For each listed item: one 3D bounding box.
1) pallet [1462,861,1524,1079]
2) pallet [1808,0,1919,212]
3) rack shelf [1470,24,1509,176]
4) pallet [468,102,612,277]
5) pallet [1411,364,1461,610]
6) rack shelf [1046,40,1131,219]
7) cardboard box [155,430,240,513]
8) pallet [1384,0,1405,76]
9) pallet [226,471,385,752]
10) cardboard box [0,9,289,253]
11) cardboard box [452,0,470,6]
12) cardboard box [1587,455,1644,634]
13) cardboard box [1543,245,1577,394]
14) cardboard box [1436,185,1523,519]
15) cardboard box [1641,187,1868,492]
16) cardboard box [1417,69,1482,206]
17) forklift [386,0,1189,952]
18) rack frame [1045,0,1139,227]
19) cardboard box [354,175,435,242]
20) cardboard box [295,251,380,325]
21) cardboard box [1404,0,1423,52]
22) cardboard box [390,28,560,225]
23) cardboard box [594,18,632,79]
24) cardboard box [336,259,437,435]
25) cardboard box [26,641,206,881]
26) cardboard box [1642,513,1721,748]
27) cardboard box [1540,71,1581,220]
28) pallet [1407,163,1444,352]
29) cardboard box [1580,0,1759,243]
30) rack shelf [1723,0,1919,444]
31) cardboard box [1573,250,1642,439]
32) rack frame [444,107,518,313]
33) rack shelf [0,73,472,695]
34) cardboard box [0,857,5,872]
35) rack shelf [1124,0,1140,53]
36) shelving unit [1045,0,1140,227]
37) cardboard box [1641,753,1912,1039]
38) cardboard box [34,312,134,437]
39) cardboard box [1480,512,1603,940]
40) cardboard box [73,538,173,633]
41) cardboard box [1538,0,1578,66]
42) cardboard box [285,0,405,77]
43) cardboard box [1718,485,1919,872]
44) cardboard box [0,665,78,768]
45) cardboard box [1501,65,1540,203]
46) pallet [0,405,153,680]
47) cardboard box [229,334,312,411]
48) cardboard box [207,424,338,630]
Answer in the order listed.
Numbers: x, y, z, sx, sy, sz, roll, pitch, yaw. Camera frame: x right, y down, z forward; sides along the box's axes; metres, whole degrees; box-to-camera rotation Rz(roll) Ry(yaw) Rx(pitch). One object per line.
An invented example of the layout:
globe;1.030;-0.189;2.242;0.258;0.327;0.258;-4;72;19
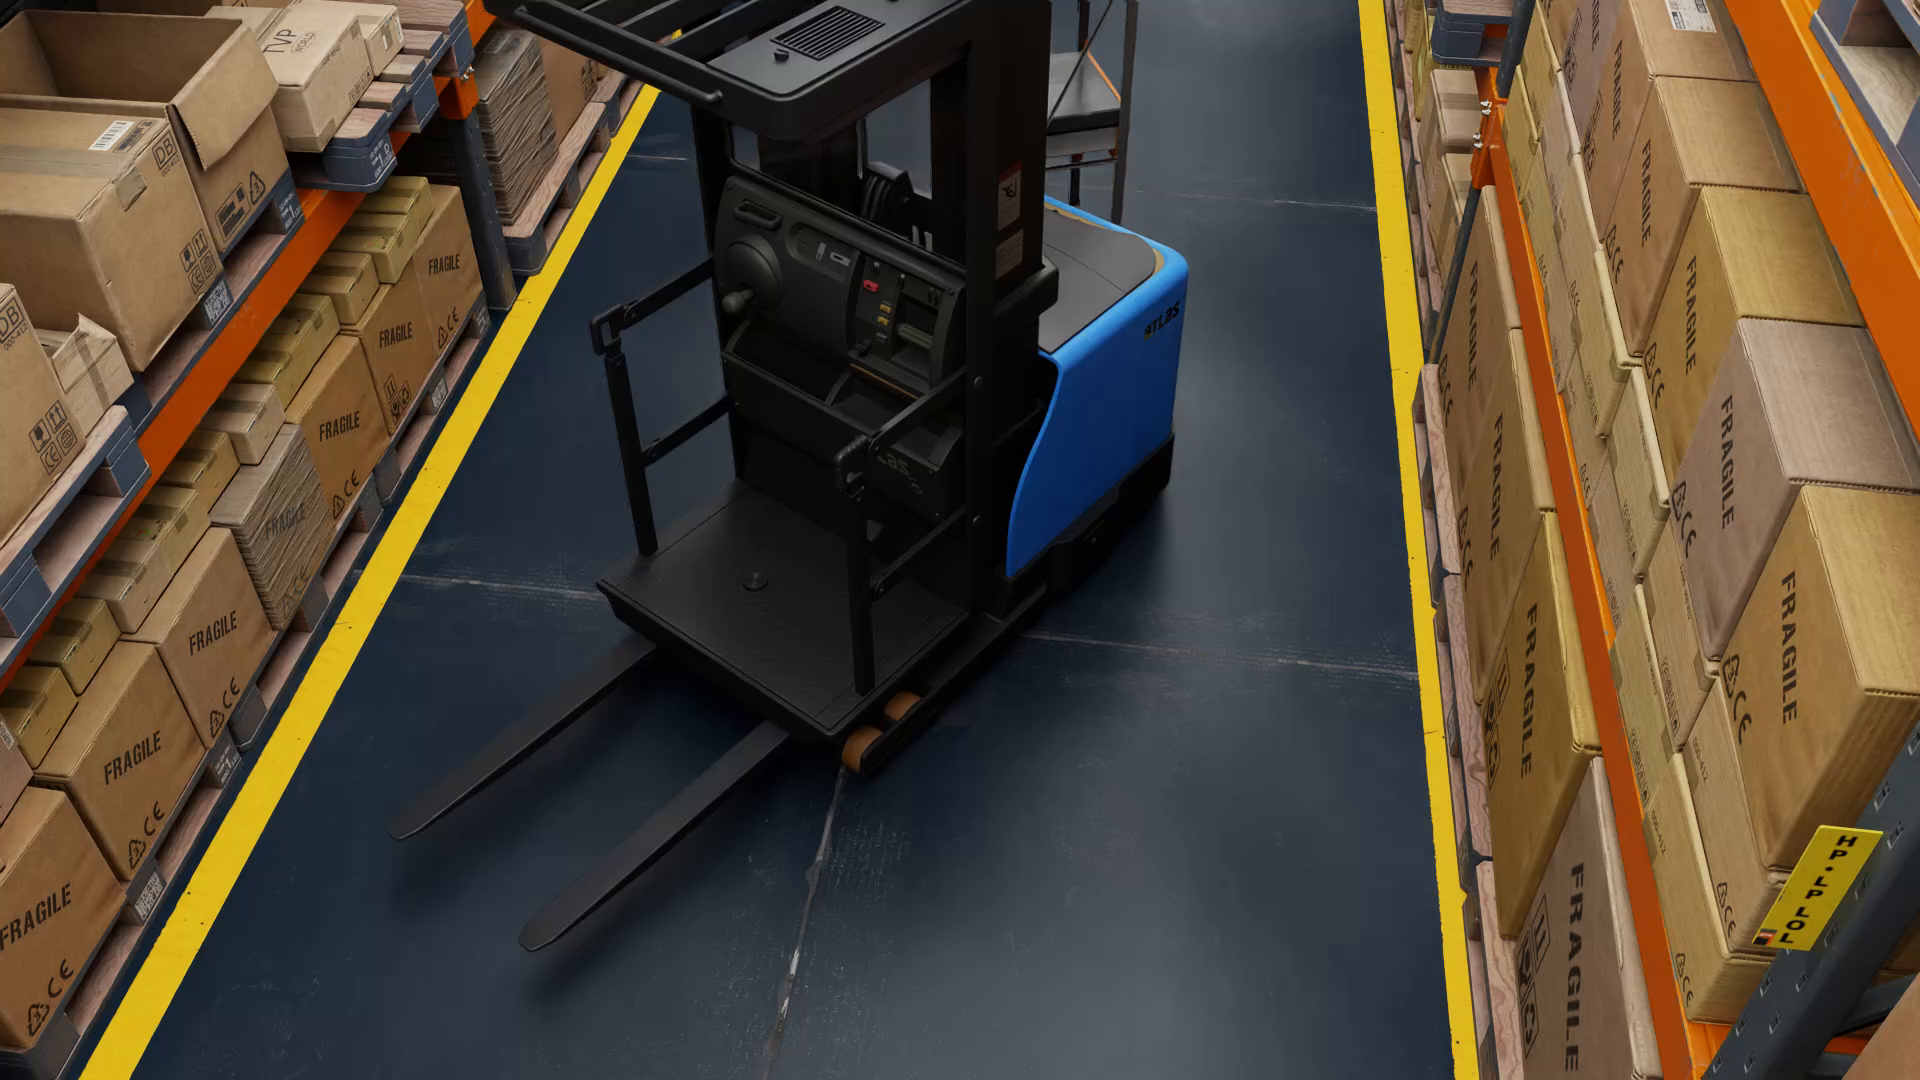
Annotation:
pallet;1.950;1.481;4.533;1.003;0.211;1.213;5;44;6
pallet;1.995;-0.648;2.710;0.805;0.209;1.217;4;44;4
rack shelf;2.716;-2.827;7.577;1.077;0.370;4.000;5;44;6
pallet;-2.322;-1.719;7.912;1.003;0.211;1.213;5;44;6
pallet;2.273;-0.182;6.289;1.003;0.211;1.213;5;44;6
rack shelf;0.362;-1.540;6.369;0.431;0.518;0.480;-11;45;-11
cardboard box;-2.569;-0.231;5.353;0.380;0.149;0.250;5;44;6
pallet;2.879;-2.908;9.168;1.003;0.211;1.213;5;44;6
pallet;-2.769;0.173;5.914;1.003;0.211;1.213;5;44;6
cardboard box;-2.502;-1.235;4.992;0.797;0.503;0.637;4;44;5
cardboard box;-2.168;-2.400;6.712;0.500;0.250;0.500;5;44;6
cardboard box;1.886;0.038;4.138;0.500;0.250;0.500;4;44;4
cardboard box;2.012;-0.652;4.865;0.500;0.250;0.500;7;44;7
cardboard box;2.278;-0.643;5.987;0.875;0.875;0.875;5;44;5
cardboard box;1.880;-0.423;3.715;0.500;0.500;0.500;6;44;7
cardboard box;2.626;-1.811;7.587;0.950;0.372;0.625;4;44;5
forklift;-0.514;-0.689;4.846;1.130;2.935;3.031;29;51;27
rack frame;0.427;-1.388;6.189;0.400;2.100;0.015;-11;45;-11
cardboard box;-2.283;-1.295;6.476;0.380;0.149;0.250;3;44;3
cardboard box;-2.367;-0.930;6.092;0.380;0.149;0.250;4;44;4
cardboard box;2.822;-2.802;8.633;0.950;0.372;0.625;8;44;8
cardboard box;-2.373;-1.888;7.484;0.875;0.625;0.625;7;44;7
cardboard box;-2.206;-2.793;8.440;0.875;0.625;0.625;4;44;4
cardboard box;-2.388;-0.771;6.395;0.500;0.500;0.500;5;44;5
cardboard box;-2.650;0.634;4.911;0.500;0.500;0.500;5;44;5
cardboard box;1.799;0.210;3.592;0.500;0.250;0.500;6;44;7
cardboard box;2.070;-1.177;5.057;0.500;0.250;0.500;6;44;7
pallet;2.556;-1.245;7.411;1.003;0.211;1.213;5;44;6
cardboard box;2.004;-1.121;4.452;0.500;0.500;0.500;6;44;7
rack shelf;2.187;-1.190;3.667;1.077;0.370;4.000;5;44;6
cardboard box;1.912;-0.494;4.336;0.500;0.250;0.500;6;44;6
rack frame;-2.469;-2.174;6.364;1.000;3.000;0.127;5;44;6
rack shelf;-2.733;-0.550;5.172;1.077;0.370;4.000;5;44;6
cardboard box;-2.687;0.852;4.210;0.380;0.149;0.250;7;44;7
rack shelf;0.362;-2.048;5.887;0.431;0.518;0.480;-11;45;-11
shelving unit;0.362;-1.550;6.360;0.431;2.100;0.503;-11;45;-11
cardboard box;1.732;0.727;3.410;0.500;0.250;0.500;4;44;5
cardboard box;-2.434;-0.463;4.350;0.396;0.266;0.258;7;44;8
cardboard box;2.037;0.574;4.702;0.875;0.875;0.875;6;44;7
cardboard box;-2.611;0.125;4.977;0.380;0.149;0.250;5;44;5
cardboard box;2.144;-1.811;5.181;0.500;0.500;0.500;4;44;4
cardboard box;-2.176;-1.753;5.797;0.380;0.149;0.250;6;44;6
cardboard box;1.733;0.274;2.979;0.500;0.500;0.500;7;44;7
cardboard box;-2.704;0.480;4.602;0.380;0.149;0.250;3;44;3
cardboard box;2.137;-1.360;5.614;0.500;0.250;0.500;5;44;5
pallet;-2.784;0.087;4.116;1.003;0.211;1.213;5;44;6
cardboard box;-2.480;-0.584;5.726;0.380;0.149;0.250;5;44;5
cardboard box;-2.505;-0.058;5.642;0.500;0.500;0.500;4;44;4
